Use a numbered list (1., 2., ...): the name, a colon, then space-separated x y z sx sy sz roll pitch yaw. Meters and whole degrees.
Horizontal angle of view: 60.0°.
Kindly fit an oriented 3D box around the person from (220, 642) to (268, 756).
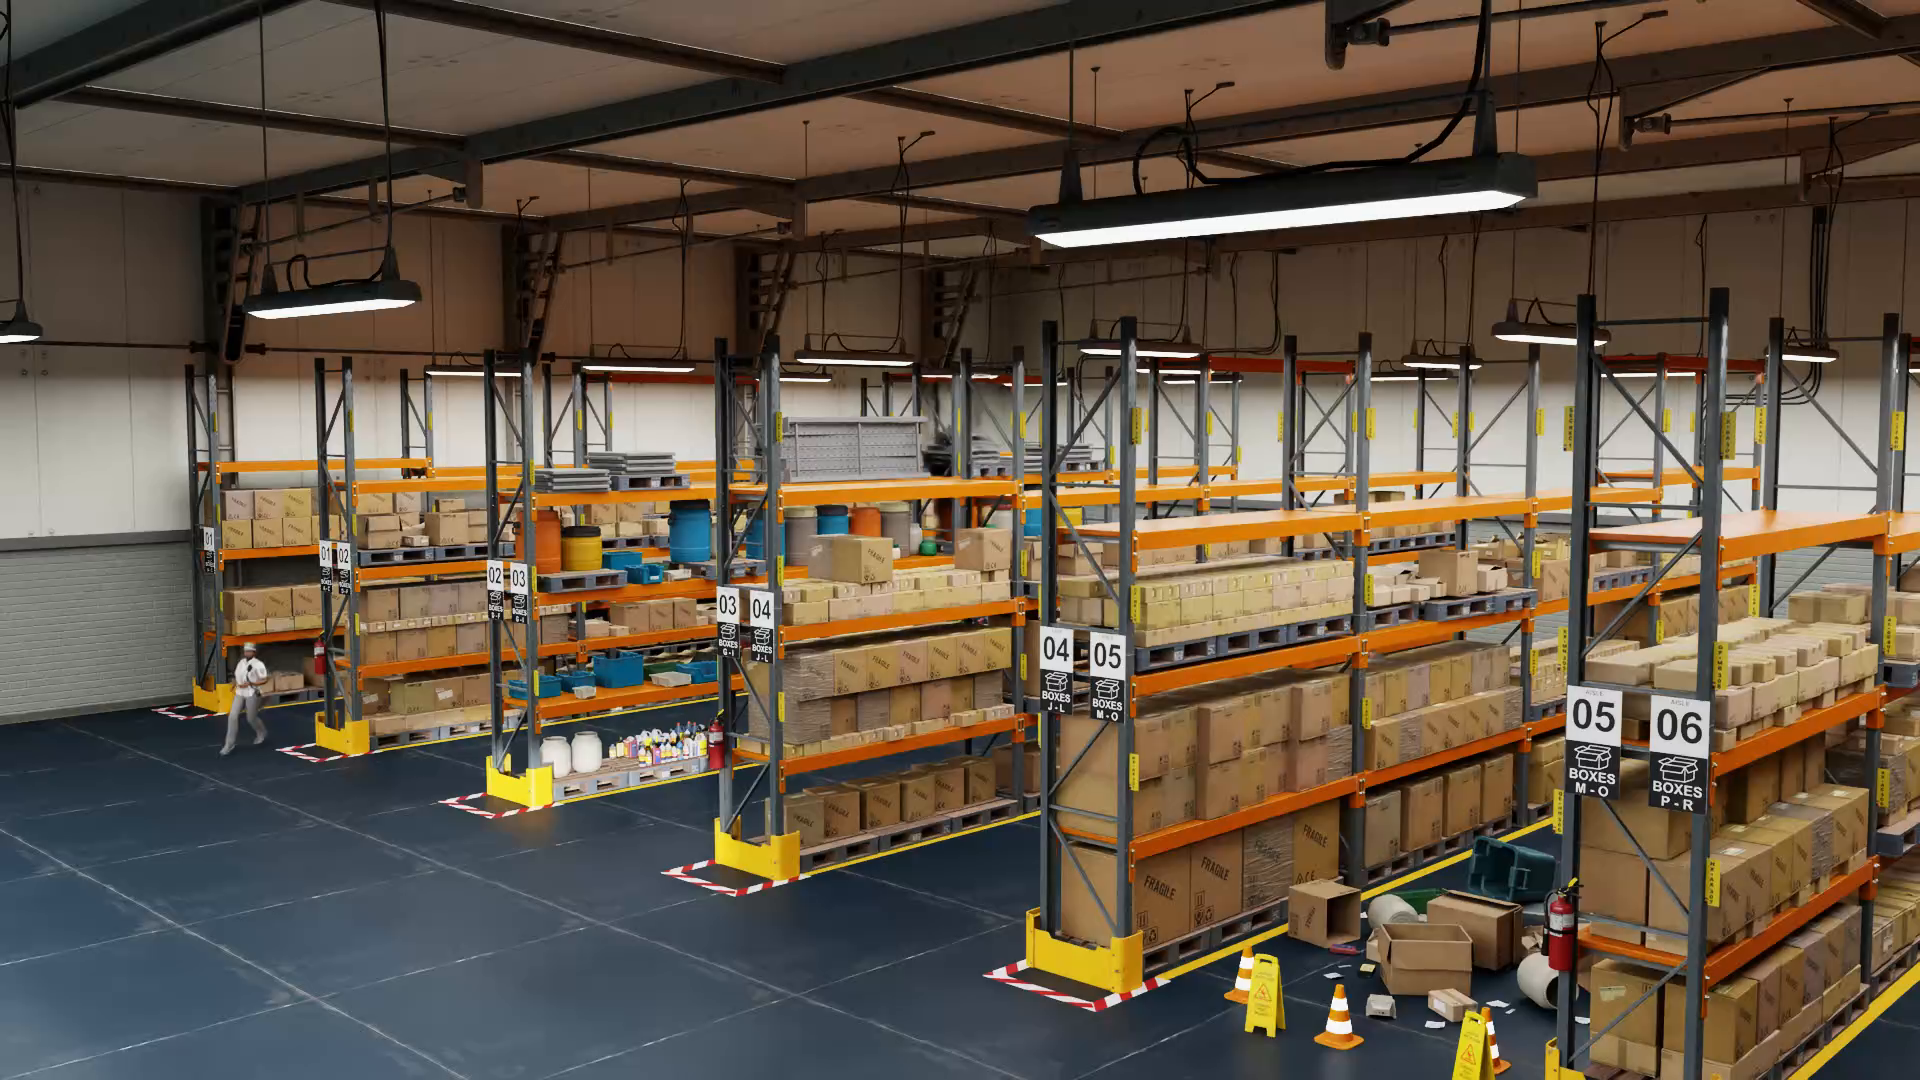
1. person: -10.824 2.381 25.364 0.619 1.693 0.909 1 5 15

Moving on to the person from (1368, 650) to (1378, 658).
1. person: 6.086 2.448 24.858 0.560 1.615 0.576 3 5 35
